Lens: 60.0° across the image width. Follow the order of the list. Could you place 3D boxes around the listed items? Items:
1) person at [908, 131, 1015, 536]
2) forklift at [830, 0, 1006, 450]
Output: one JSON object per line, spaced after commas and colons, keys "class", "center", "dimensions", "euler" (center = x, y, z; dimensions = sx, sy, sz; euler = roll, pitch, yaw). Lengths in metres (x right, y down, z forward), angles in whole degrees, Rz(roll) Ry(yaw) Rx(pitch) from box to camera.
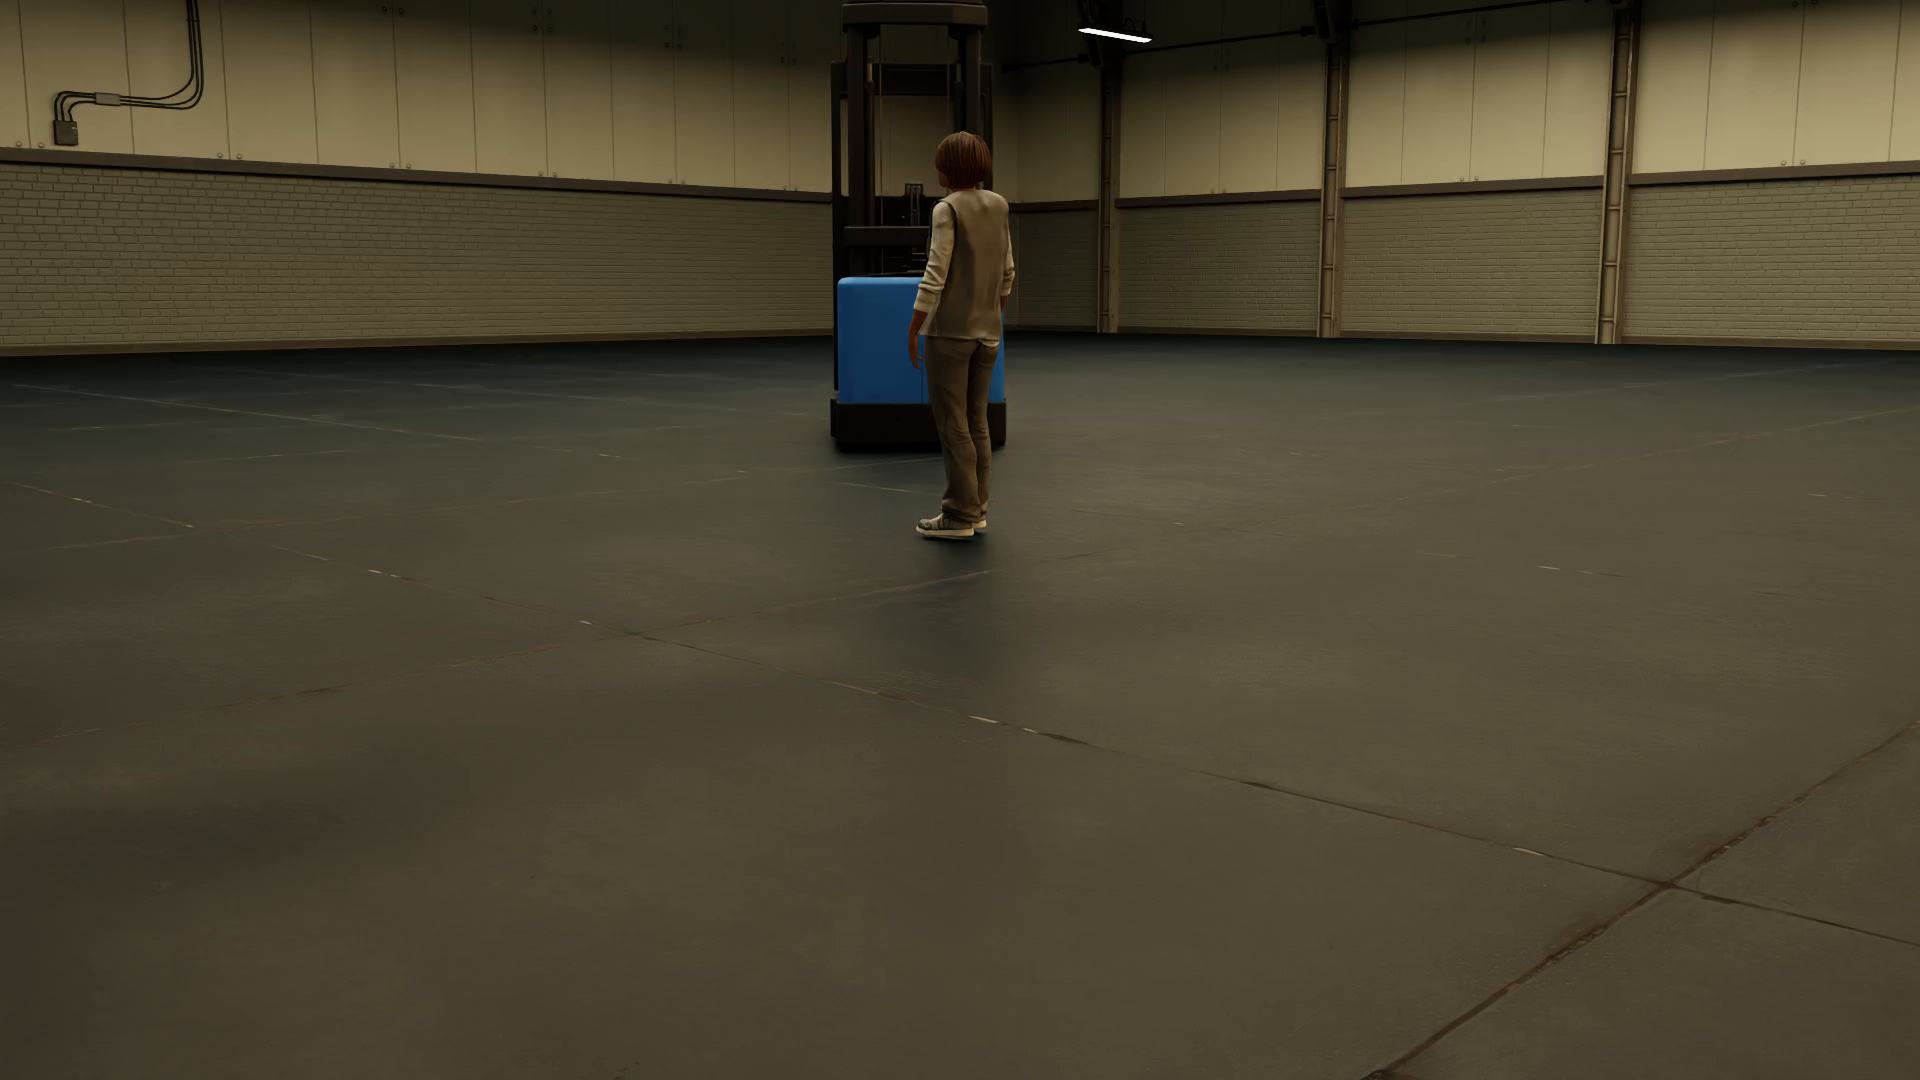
{"class": "person", "center": [-0.044, -0.806, 6.659], "dimensions": [0.473, 1.599, 0.520], "euler": [8, 12, 43]}
{"class": "forklift", "center": [-0.340, -2.202, 11.496], "dimensions": [1.130, 2.935, 3.031], "euler": [-1, 9, -4]}
